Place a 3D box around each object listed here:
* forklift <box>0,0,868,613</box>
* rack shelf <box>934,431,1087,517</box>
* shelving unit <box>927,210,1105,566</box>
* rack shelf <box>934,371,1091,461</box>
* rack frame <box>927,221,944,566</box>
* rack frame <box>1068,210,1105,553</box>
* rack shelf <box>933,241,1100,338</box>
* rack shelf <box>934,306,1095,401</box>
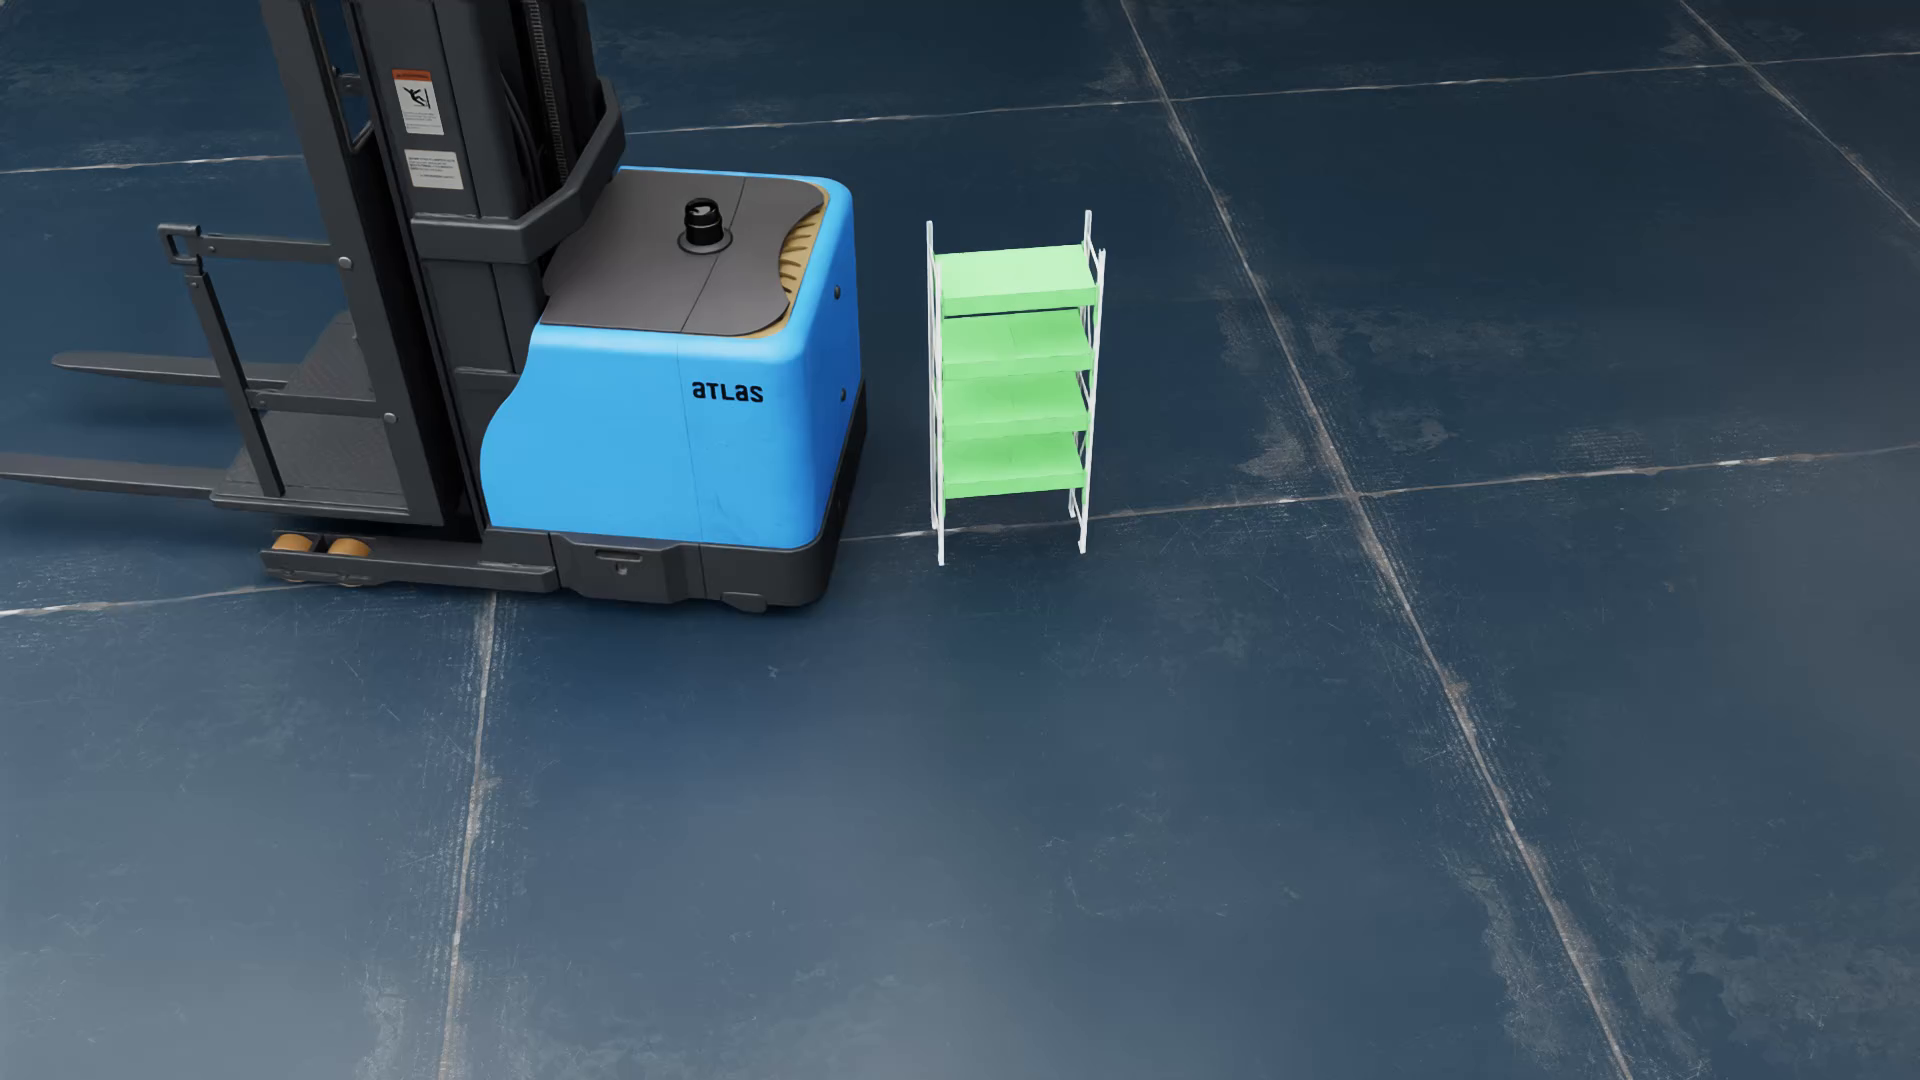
[{"bbox_3d":[-1.893,-1.278,4.978,3.031,2.935,1.130,4,42,5],"label":"forklift"},{"bbox_3d":[0.164,-0.234,5.568,0.480,0.148,0.258,-5,42,-6],"label":"rack shelf"},{"bbox_3d":[0.164,-0.460,5.364,0.503,1.200,0.258,-5,42,-6],"label":"shelving unit"},{"bbox_3d":[0.164,-0.412,5.407,0.480,0.148,0.258,-5,42,-6],"label":"rack shelf"},{"bbox_3d":[-0.078,-0.439,5.341,0.015,1.200,0.240,-5,42,-6],"label":"rack frame"},{"bbox_3d":[0.406,-0.481,5.388,0.015,1.200,0.240,-5,42,-6],"label":"rack frame"},{"bbox_3d":[0.164,-0.769,5.085,0.480,0.148,0.258,-5,42,-6],"label":"rack shelf"},{"bbox_3d":[0.164,-0.591,5.246,0.480,0.148,0.258,-5,42,-6],"label":"rack shelf"}]
